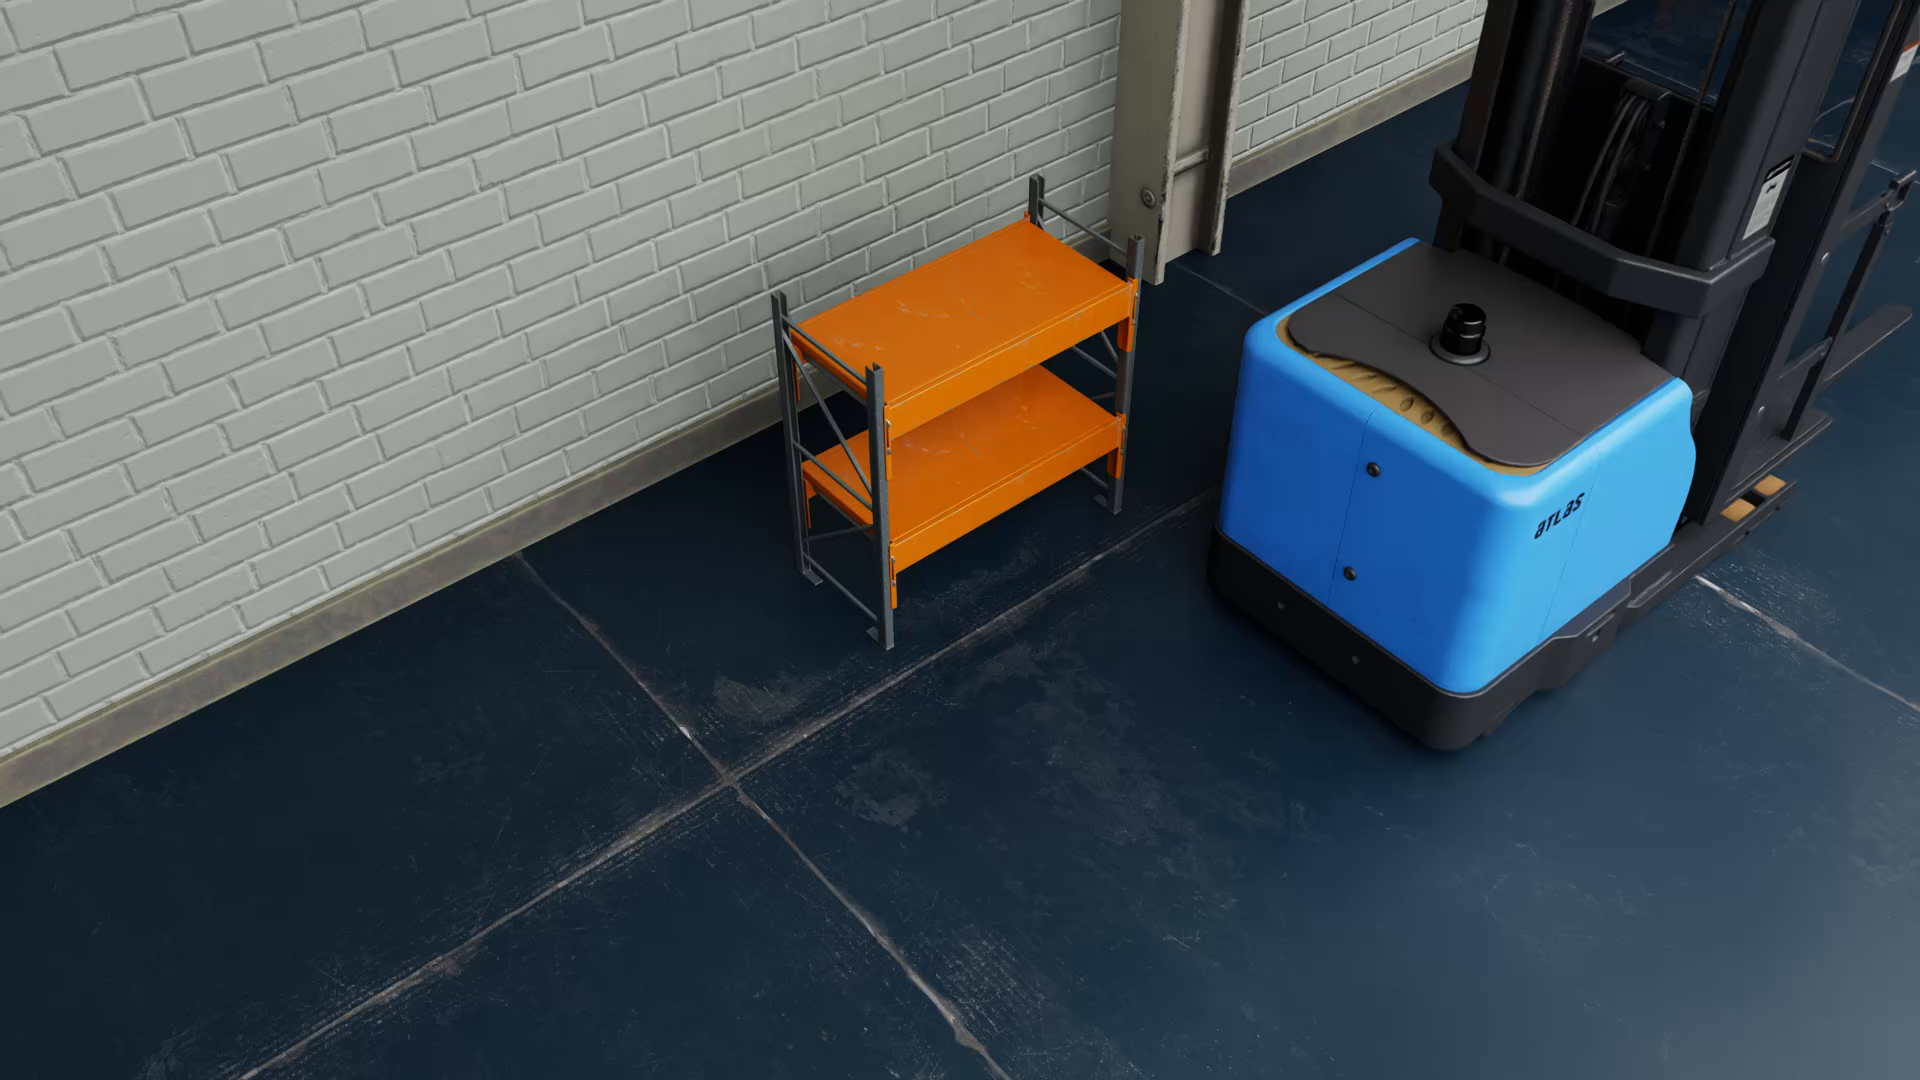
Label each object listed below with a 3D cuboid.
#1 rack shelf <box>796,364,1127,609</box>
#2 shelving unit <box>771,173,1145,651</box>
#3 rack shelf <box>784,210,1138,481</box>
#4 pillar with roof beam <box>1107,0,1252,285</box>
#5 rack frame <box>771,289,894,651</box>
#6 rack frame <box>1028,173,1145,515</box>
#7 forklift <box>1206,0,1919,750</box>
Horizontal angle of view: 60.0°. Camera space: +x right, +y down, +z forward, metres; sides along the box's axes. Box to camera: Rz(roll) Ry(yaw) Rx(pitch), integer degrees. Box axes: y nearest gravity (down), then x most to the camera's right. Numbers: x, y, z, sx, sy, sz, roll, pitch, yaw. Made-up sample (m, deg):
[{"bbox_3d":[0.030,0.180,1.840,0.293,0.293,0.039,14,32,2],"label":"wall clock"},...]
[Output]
[{"bbox_3d":[0.005,-0.235,5.535,1.000,0.278,0.538,-30,51,-28],"label":"rack shelf"},{"bbox_3d":[0.005,-0.413,5.368,1.048,1.125,0.538,-30,51,-28],"label":"shelving unit"},{"bbox_3d":[0.005,-0.626,5.168,1.000,0.278,0.538,-30,51,-28],"label":"rack shelf"},{"bbox_3d":[3.619,-2.237,1.558,0.400,9.000,9.100,-30,51,-28],"label":"pillar with roof beam"},{"bbox_3d":[-0.385,-0.190,5.130,0.032,1.125,0.500,-30,51,-28],"label":"rack frame"},{"bbox_3d":[0.395,-0.636,5.606,0.032,1.125,0.500,-30,51,-28],"label":"rack frame"},{"bbox_3d":[2.271,-1.297,4.990,3.031,2.935,1.130,-30,51,-28],"label":"forklift"}]
